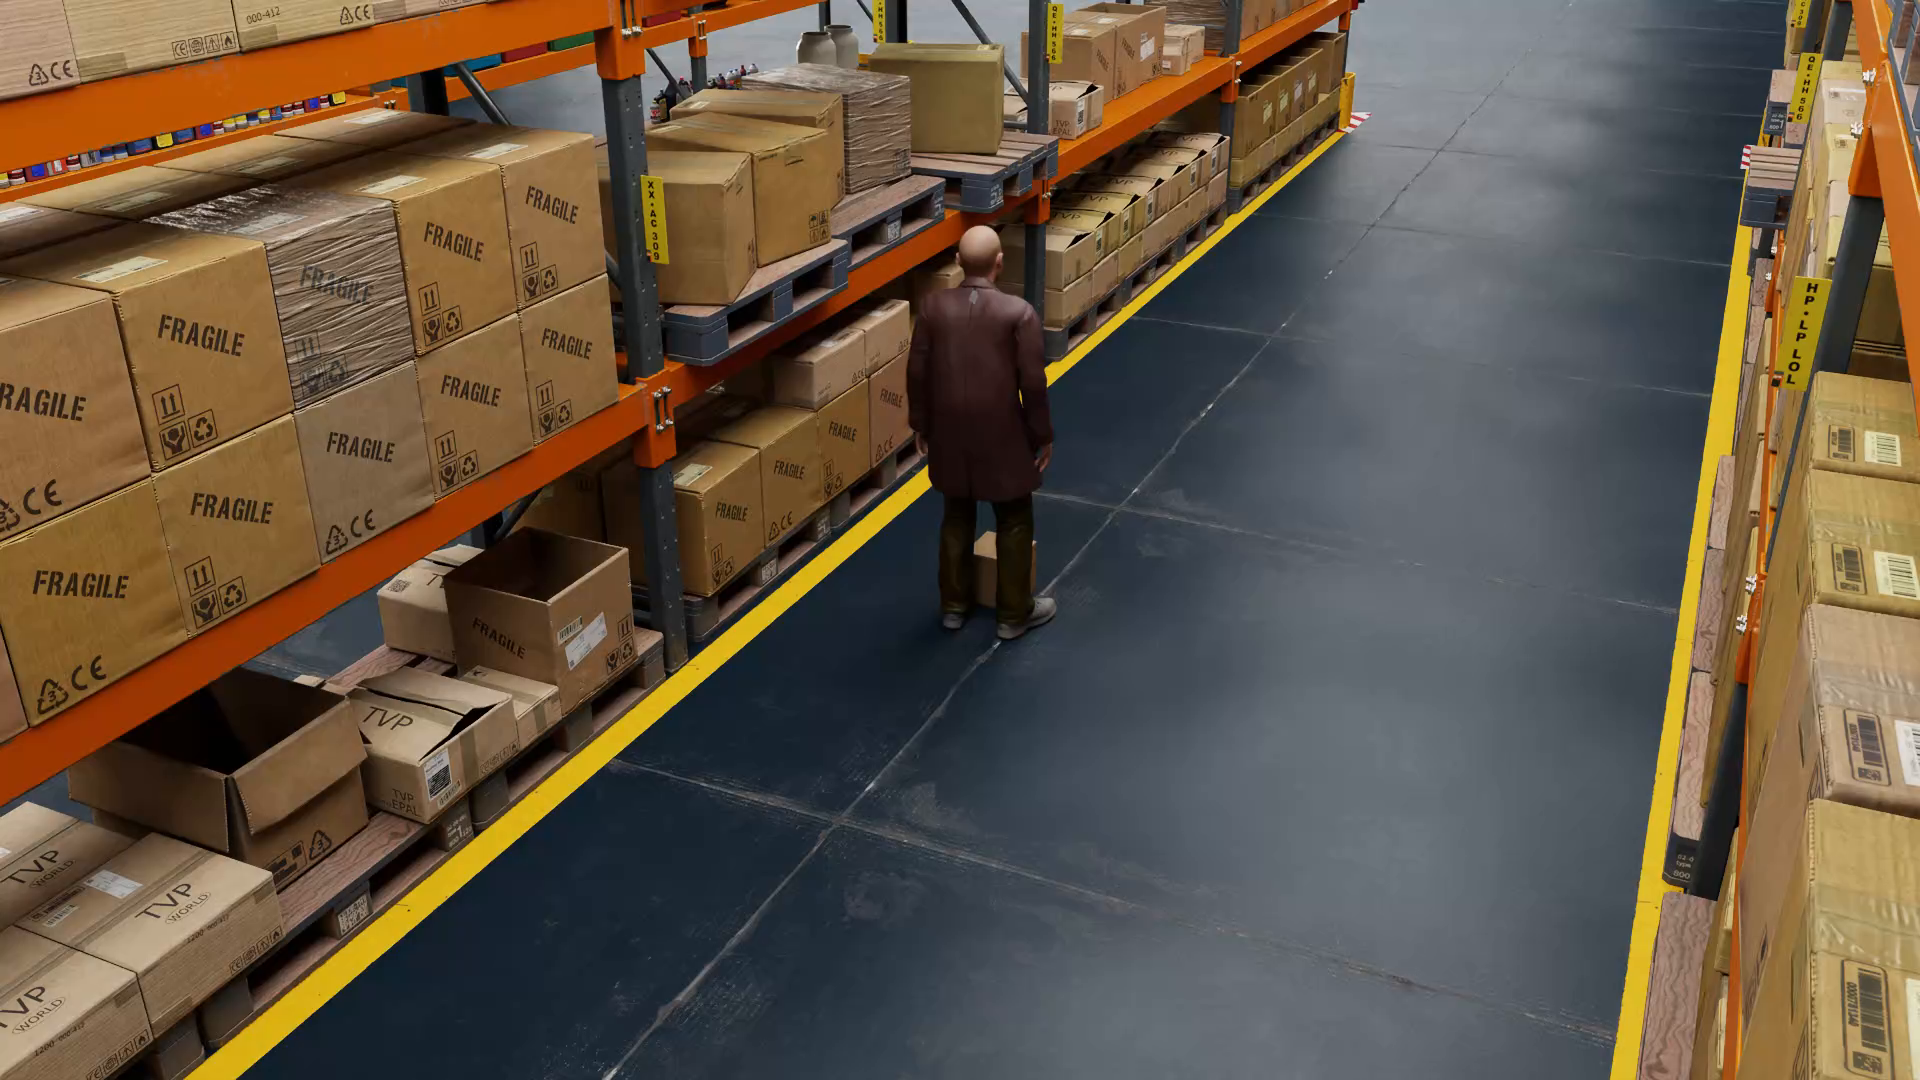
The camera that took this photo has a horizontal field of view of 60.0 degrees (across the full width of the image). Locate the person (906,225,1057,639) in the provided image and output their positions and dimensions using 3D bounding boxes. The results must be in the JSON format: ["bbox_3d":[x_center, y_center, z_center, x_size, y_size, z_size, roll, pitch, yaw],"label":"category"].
[{"bbox_3d":[0.088,-0.447,7.056,0.652,1.773,0.430,10,27,19],"label":"person"}]
